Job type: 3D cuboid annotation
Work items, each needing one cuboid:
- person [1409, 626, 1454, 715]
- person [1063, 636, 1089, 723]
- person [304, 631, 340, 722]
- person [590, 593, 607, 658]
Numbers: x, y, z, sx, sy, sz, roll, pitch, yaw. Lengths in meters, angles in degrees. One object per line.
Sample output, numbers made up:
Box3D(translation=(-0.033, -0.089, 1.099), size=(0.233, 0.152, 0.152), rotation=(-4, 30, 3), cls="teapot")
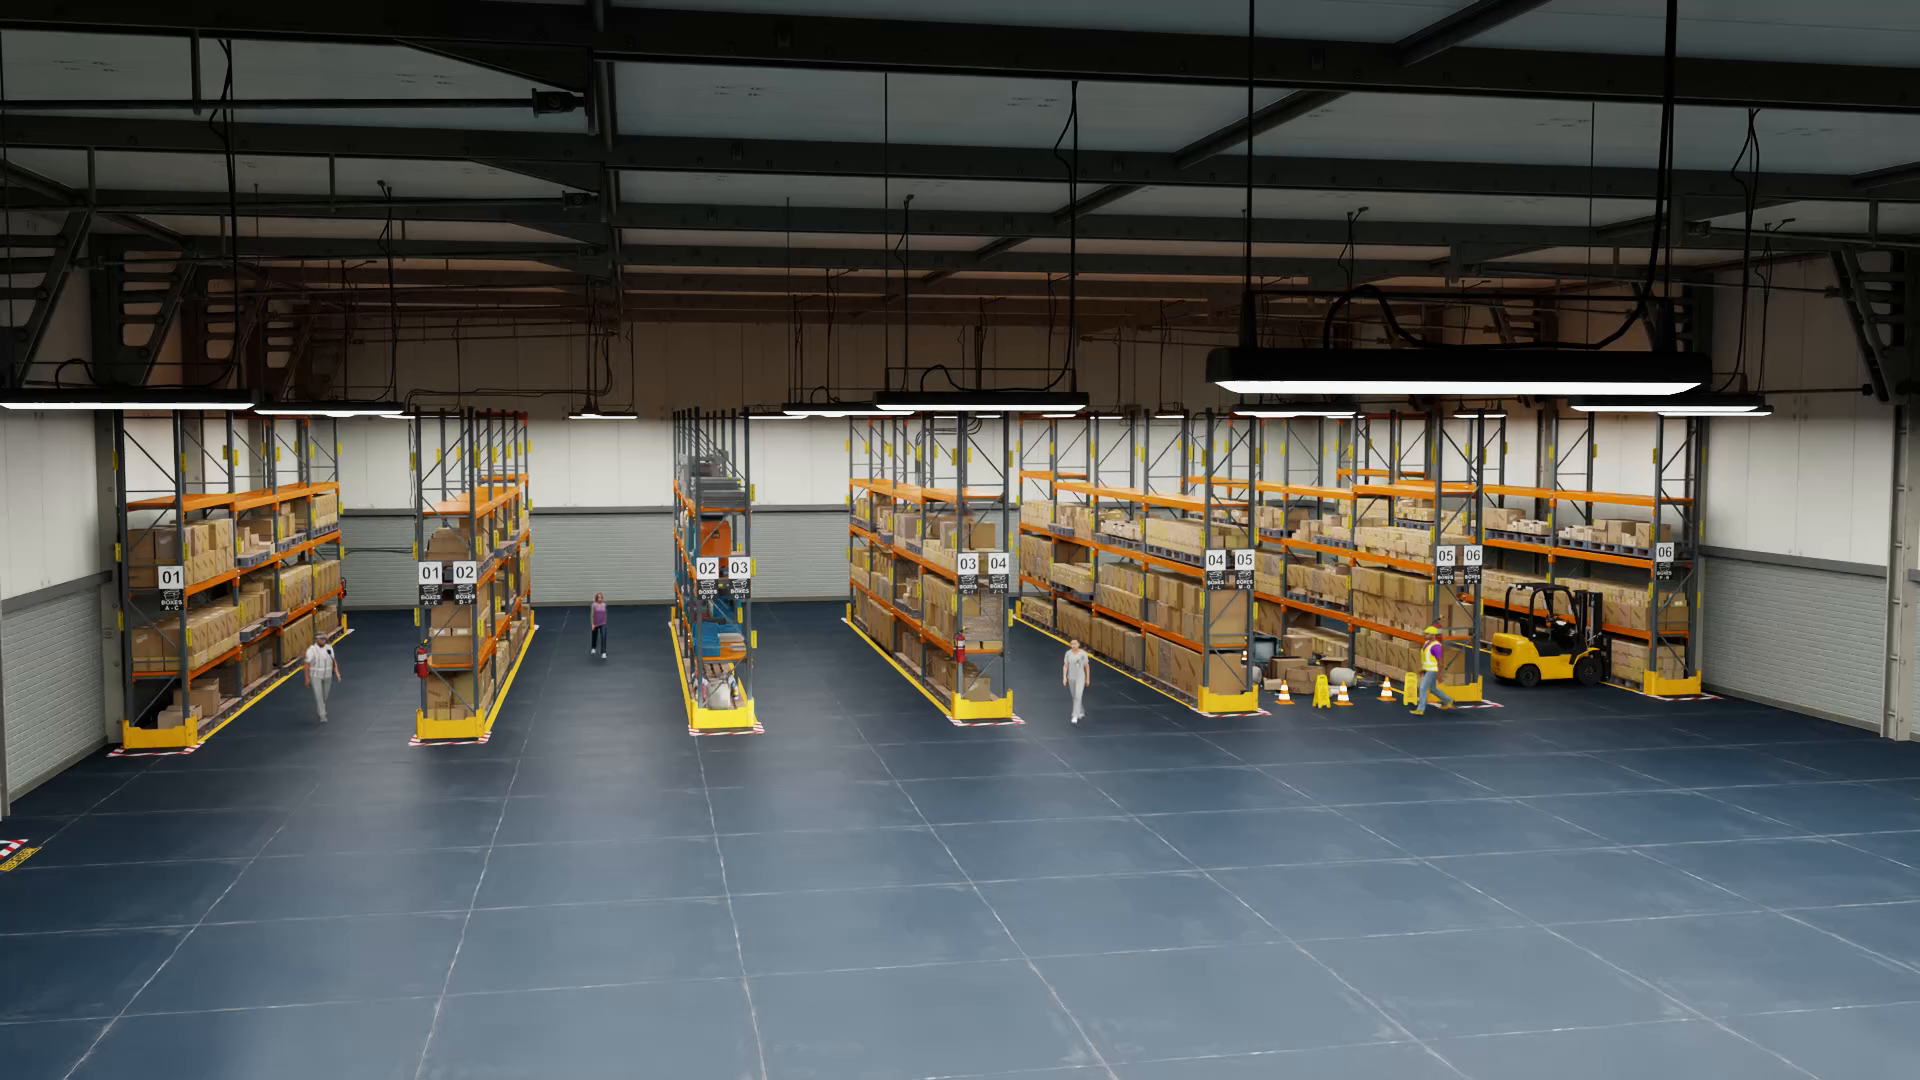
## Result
Box3D(translation=(9.230, 2.547, 32.477), size=(1.019, 1.731, 0.570), rotation=(-1, 4, -11), cls="person")
Box3D(translation=(2.178, 2.650, 31.572), size=(0.466, 1.604, 1.012), rotation=(2, 5, 27), cls="person")
Box3D(translation=(-12.221, 2.581, 31.831), size=(0.618, 1.696, 1.125), rotation=(-3, 5, -38), cls="person")
Box3D(translation=(-8.778, 2.057, 40.372), size=(0.407, 1.552, 0.868), rotation=(-1, 4, -20), cls="person")
